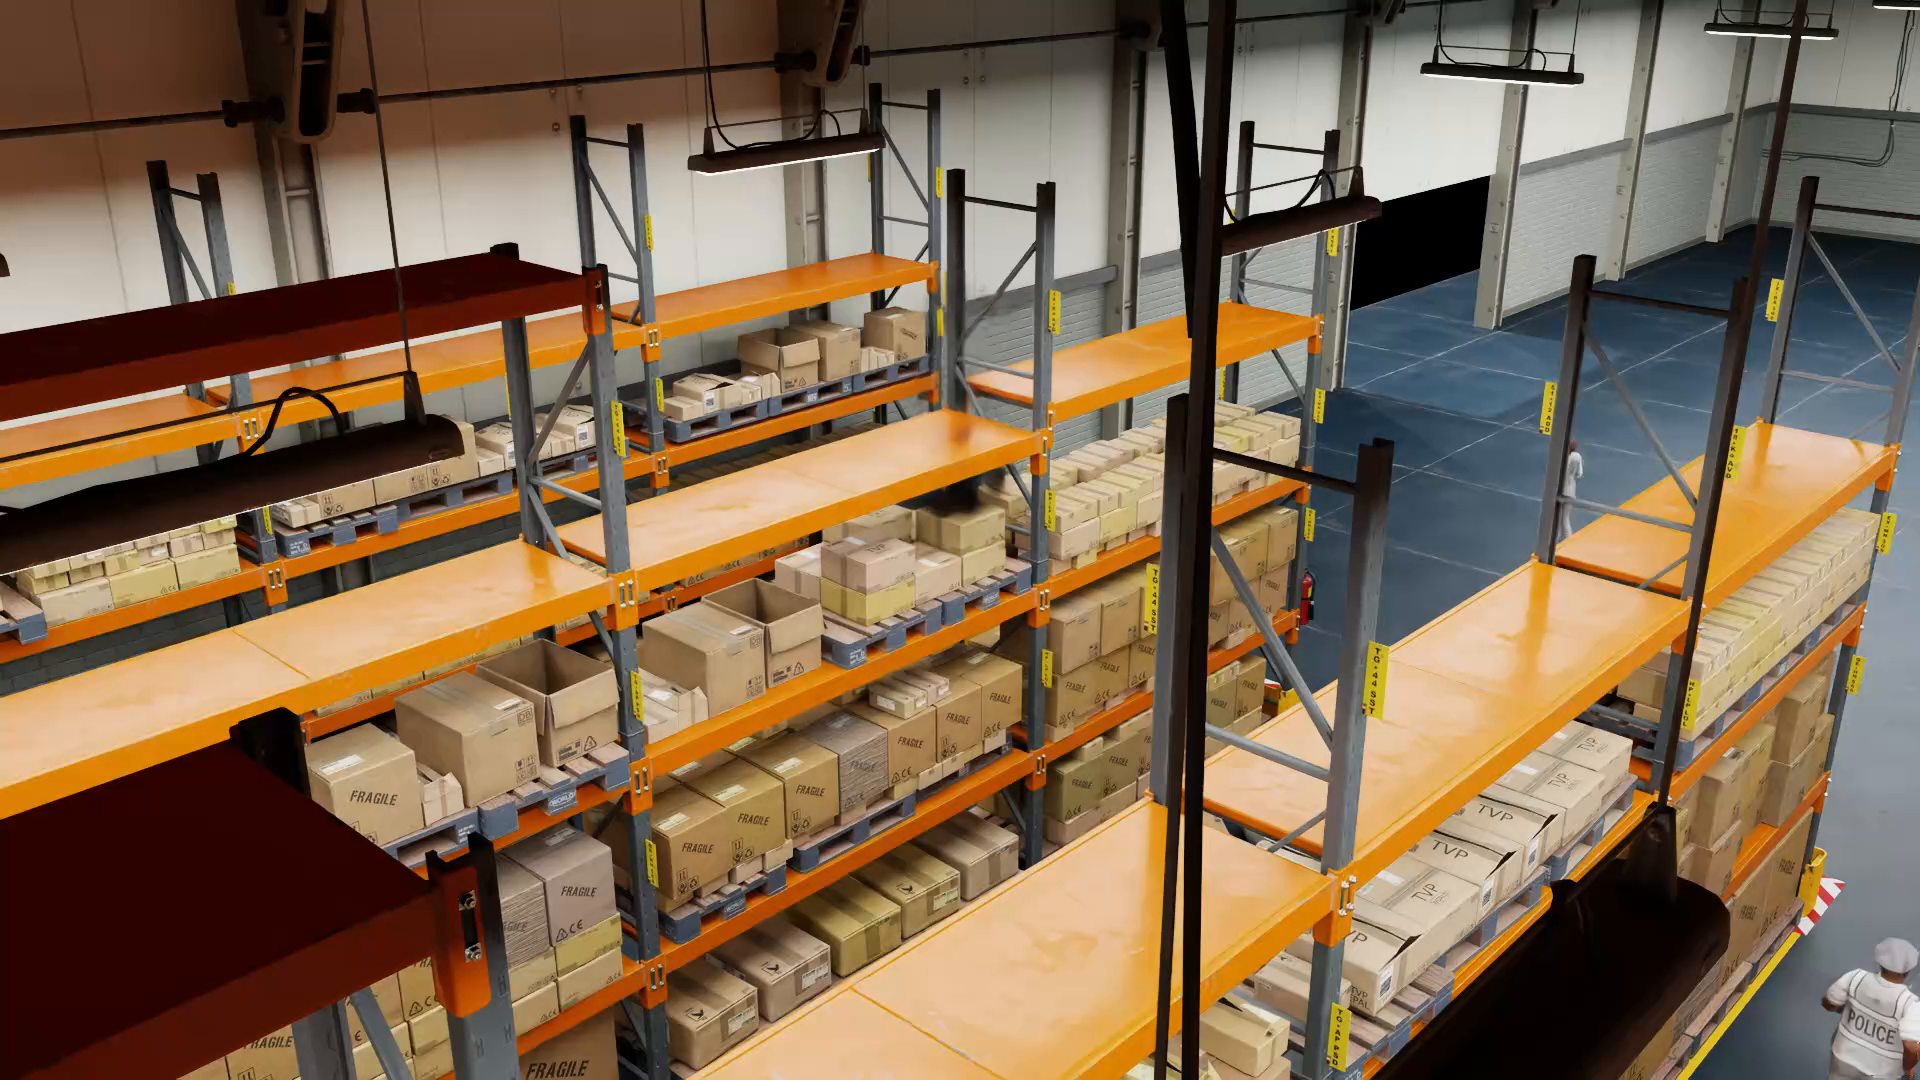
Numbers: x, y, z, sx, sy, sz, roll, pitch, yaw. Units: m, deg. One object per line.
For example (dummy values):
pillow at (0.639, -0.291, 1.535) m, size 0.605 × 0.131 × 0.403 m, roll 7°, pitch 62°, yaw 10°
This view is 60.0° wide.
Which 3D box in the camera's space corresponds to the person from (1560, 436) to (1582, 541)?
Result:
person at (7.668, -0.553, 21.215) m, size 0.518 × 1.639 × 0.690 m, roll -2°, pitch 21°, yaw -6°

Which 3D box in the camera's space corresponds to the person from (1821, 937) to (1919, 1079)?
person at (5.846, 3.414, 10.781) m, size 0.653 × 1.842 × 0.810 m, roll 20°, pitch 29°, yaw 41°
